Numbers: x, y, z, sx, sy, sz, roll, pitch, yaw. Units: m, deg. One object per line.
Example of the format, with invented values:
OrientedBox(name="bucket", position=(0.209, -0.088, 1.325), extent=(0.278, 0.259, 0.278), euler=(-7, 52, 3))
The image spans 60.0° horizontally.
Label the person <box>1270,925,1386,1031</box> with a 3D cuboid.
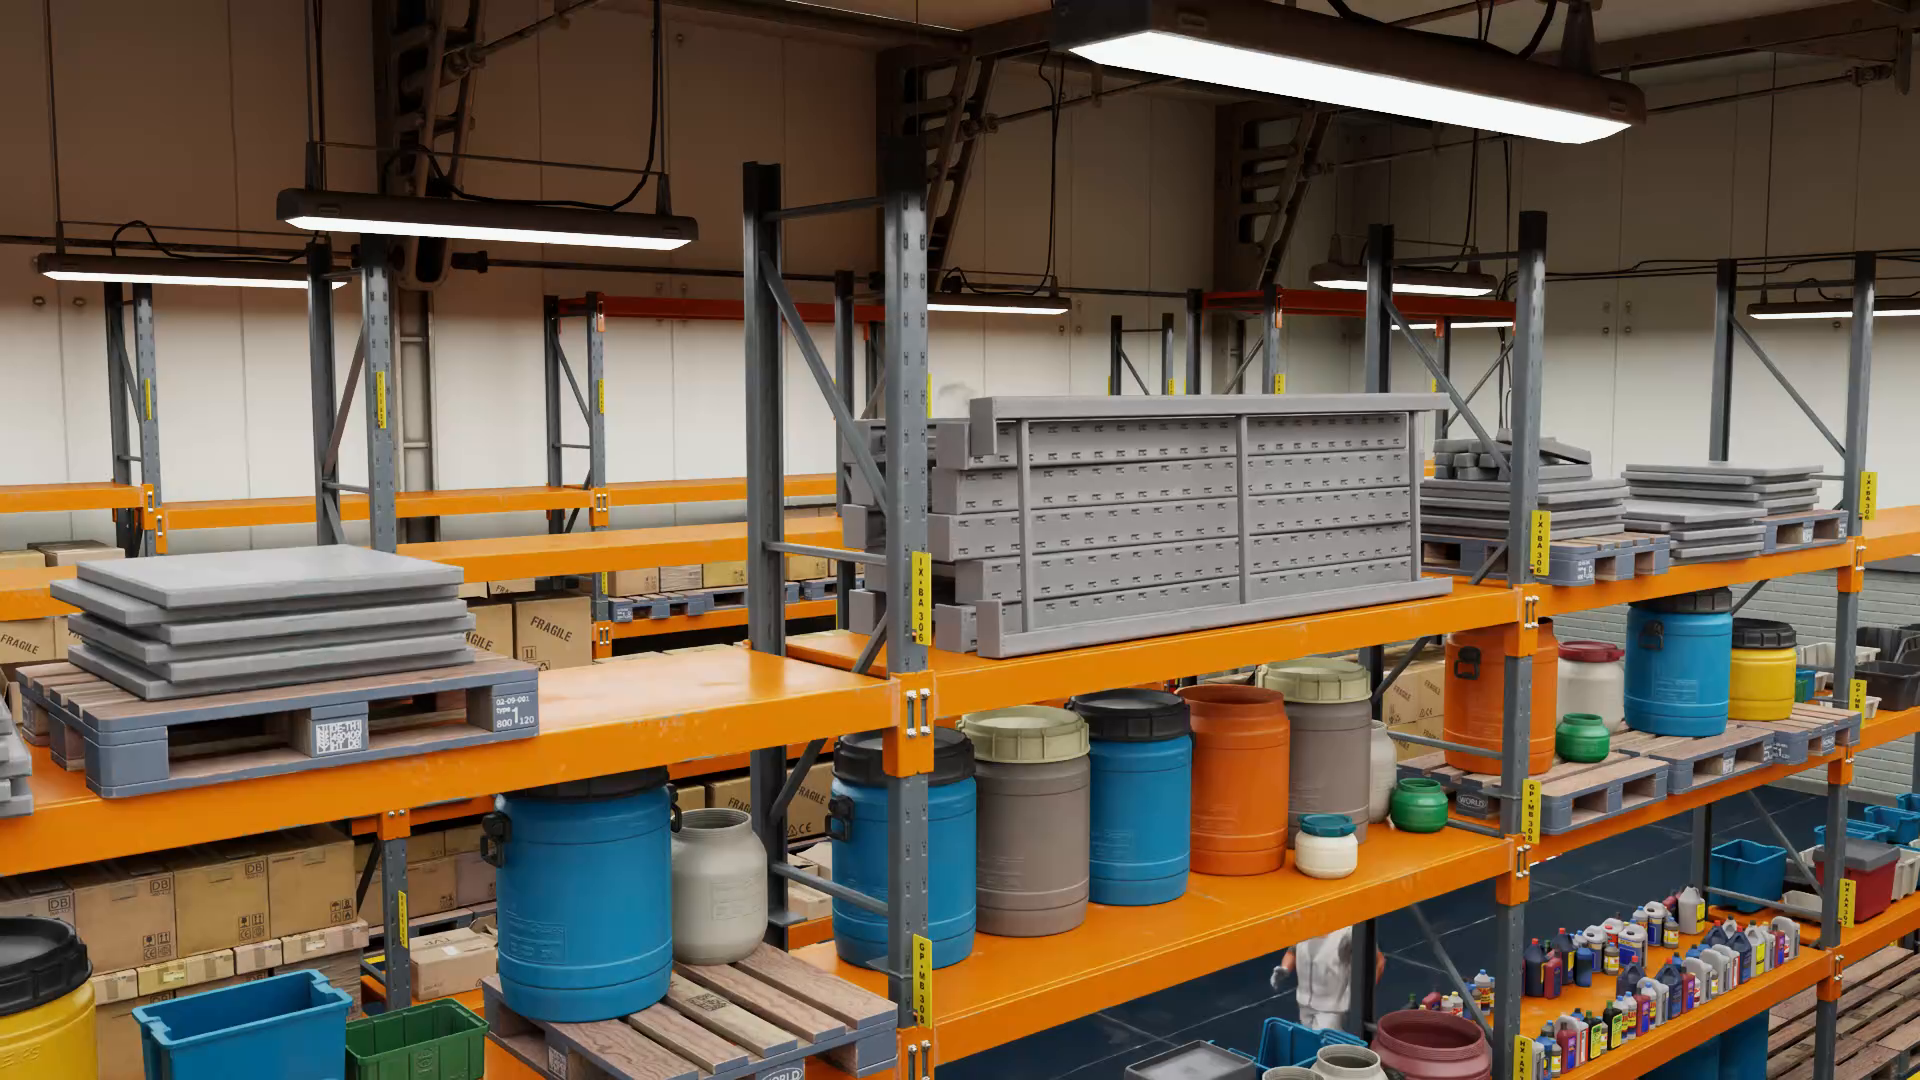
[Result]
OrientedBox(name="person", position=(2.445, 3.205, 11.311), extent=(0.708, 1.807, 0.647), euler=(-4, 7, -37))
